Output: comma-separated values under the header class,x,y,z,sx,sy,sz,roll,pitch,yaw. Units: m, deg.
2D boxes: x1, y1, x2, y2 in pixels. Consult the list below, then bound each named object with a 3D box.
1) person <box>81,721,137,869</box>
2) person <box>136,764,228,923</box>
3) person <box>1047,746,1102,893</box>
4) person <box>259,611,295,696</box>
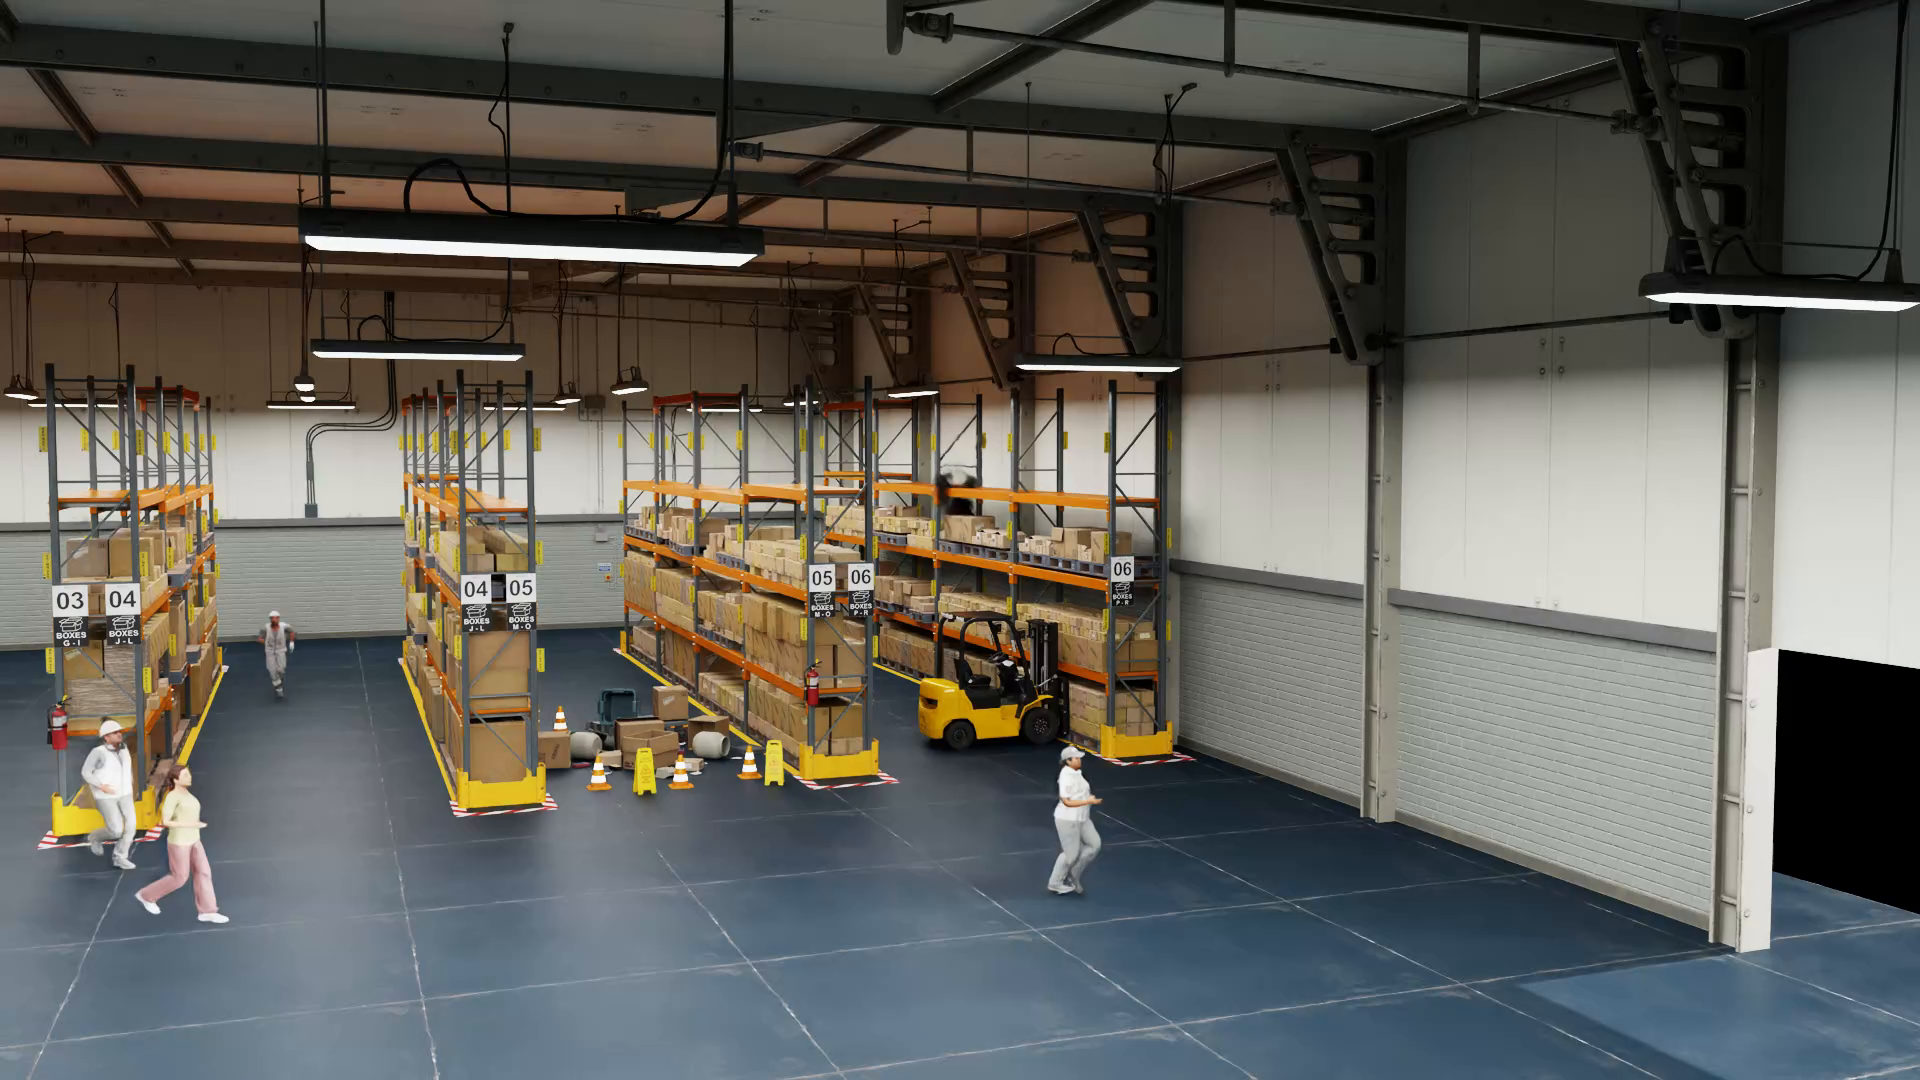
class,x,y,z,sx,sy,sz,roll,pitch,yaw
person,-10.013,2.999,19.618,0.642,1.742,0.697,1,4,23
person,-8.078,3.153,17.250,0.935,1.663,0.578,0,3,2
person,1.287,3.108,18.381,0.632,1.668,0.589,1,4,20
person,-13.444,2.237,32.708,0.638,1.711,0.726,-1,3,-16
